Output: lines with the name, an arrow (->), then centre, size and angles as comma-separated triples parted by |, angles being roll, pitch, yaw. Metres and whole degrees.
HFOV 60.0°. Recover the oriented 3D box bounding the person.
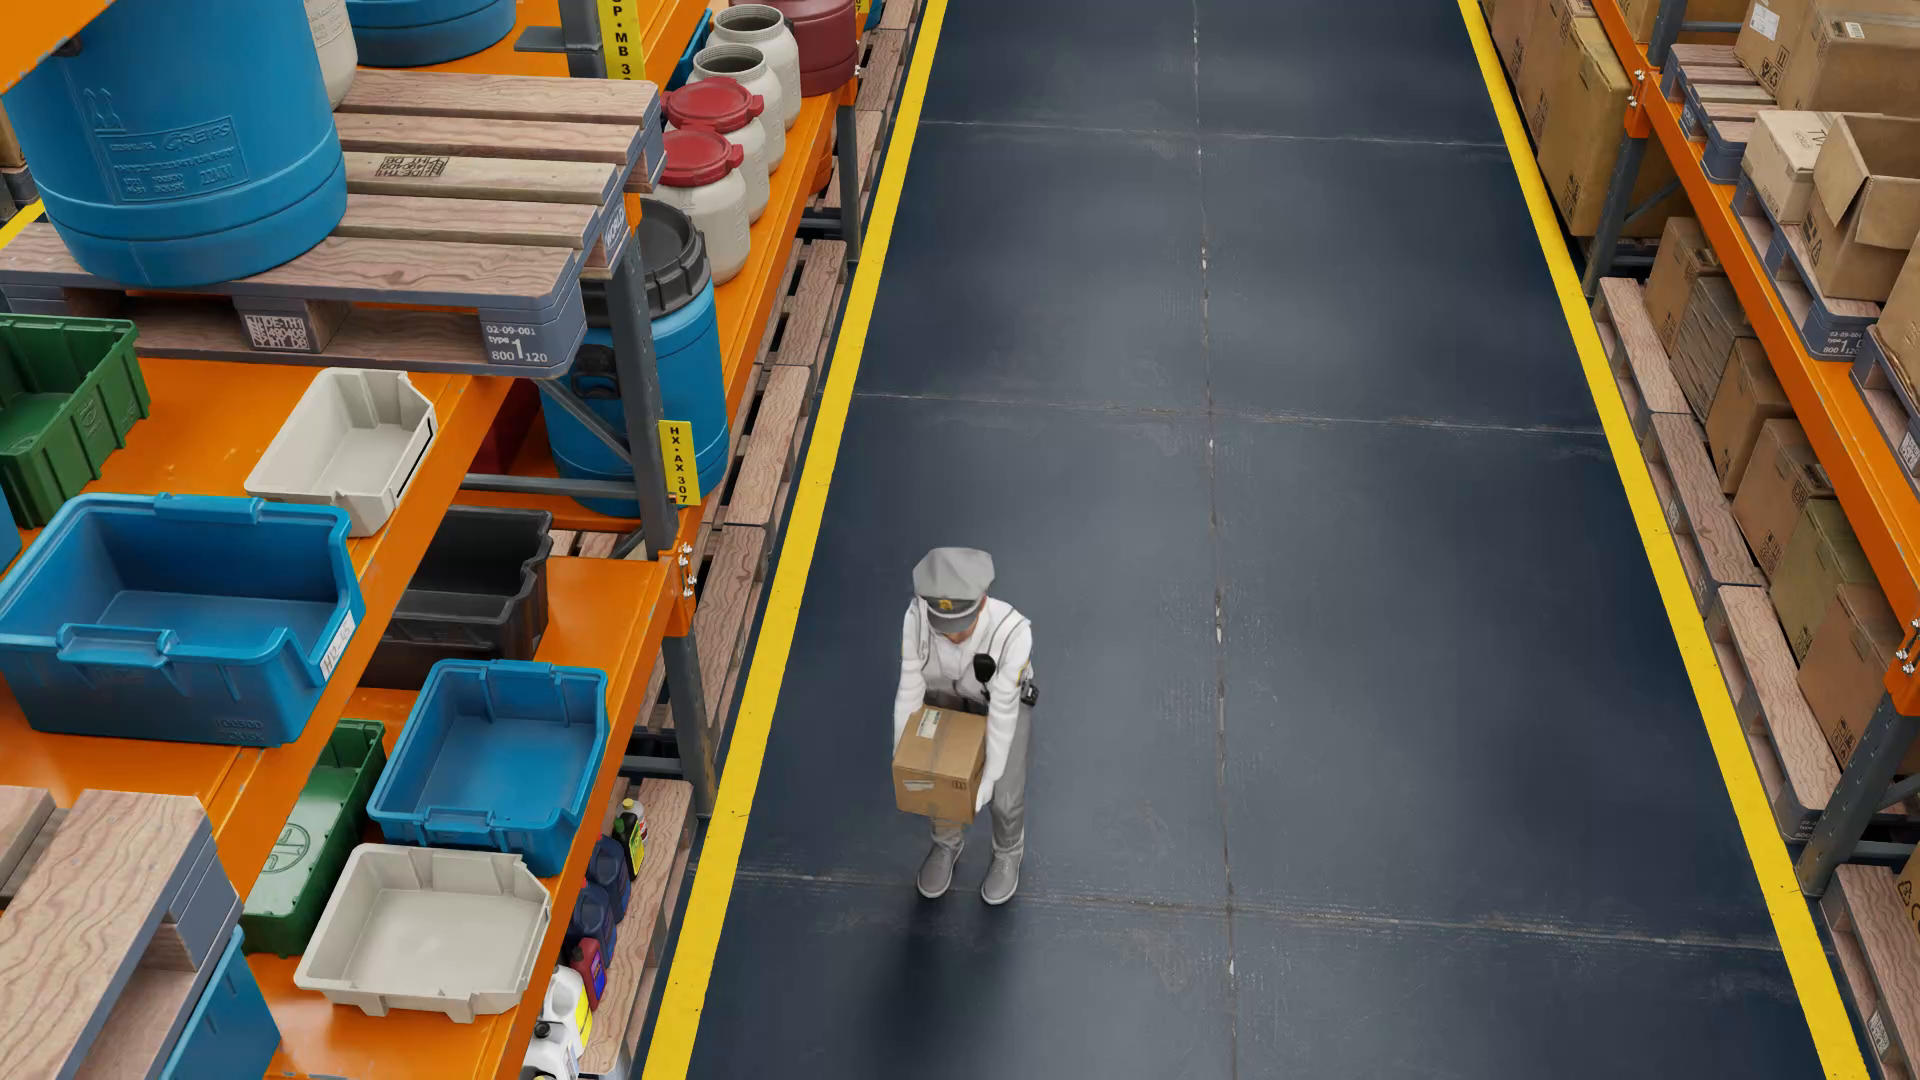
person -> 0.026, 0.621, 5.469 | 0.411, 1.609, 0.581 | 13, 42, 15
